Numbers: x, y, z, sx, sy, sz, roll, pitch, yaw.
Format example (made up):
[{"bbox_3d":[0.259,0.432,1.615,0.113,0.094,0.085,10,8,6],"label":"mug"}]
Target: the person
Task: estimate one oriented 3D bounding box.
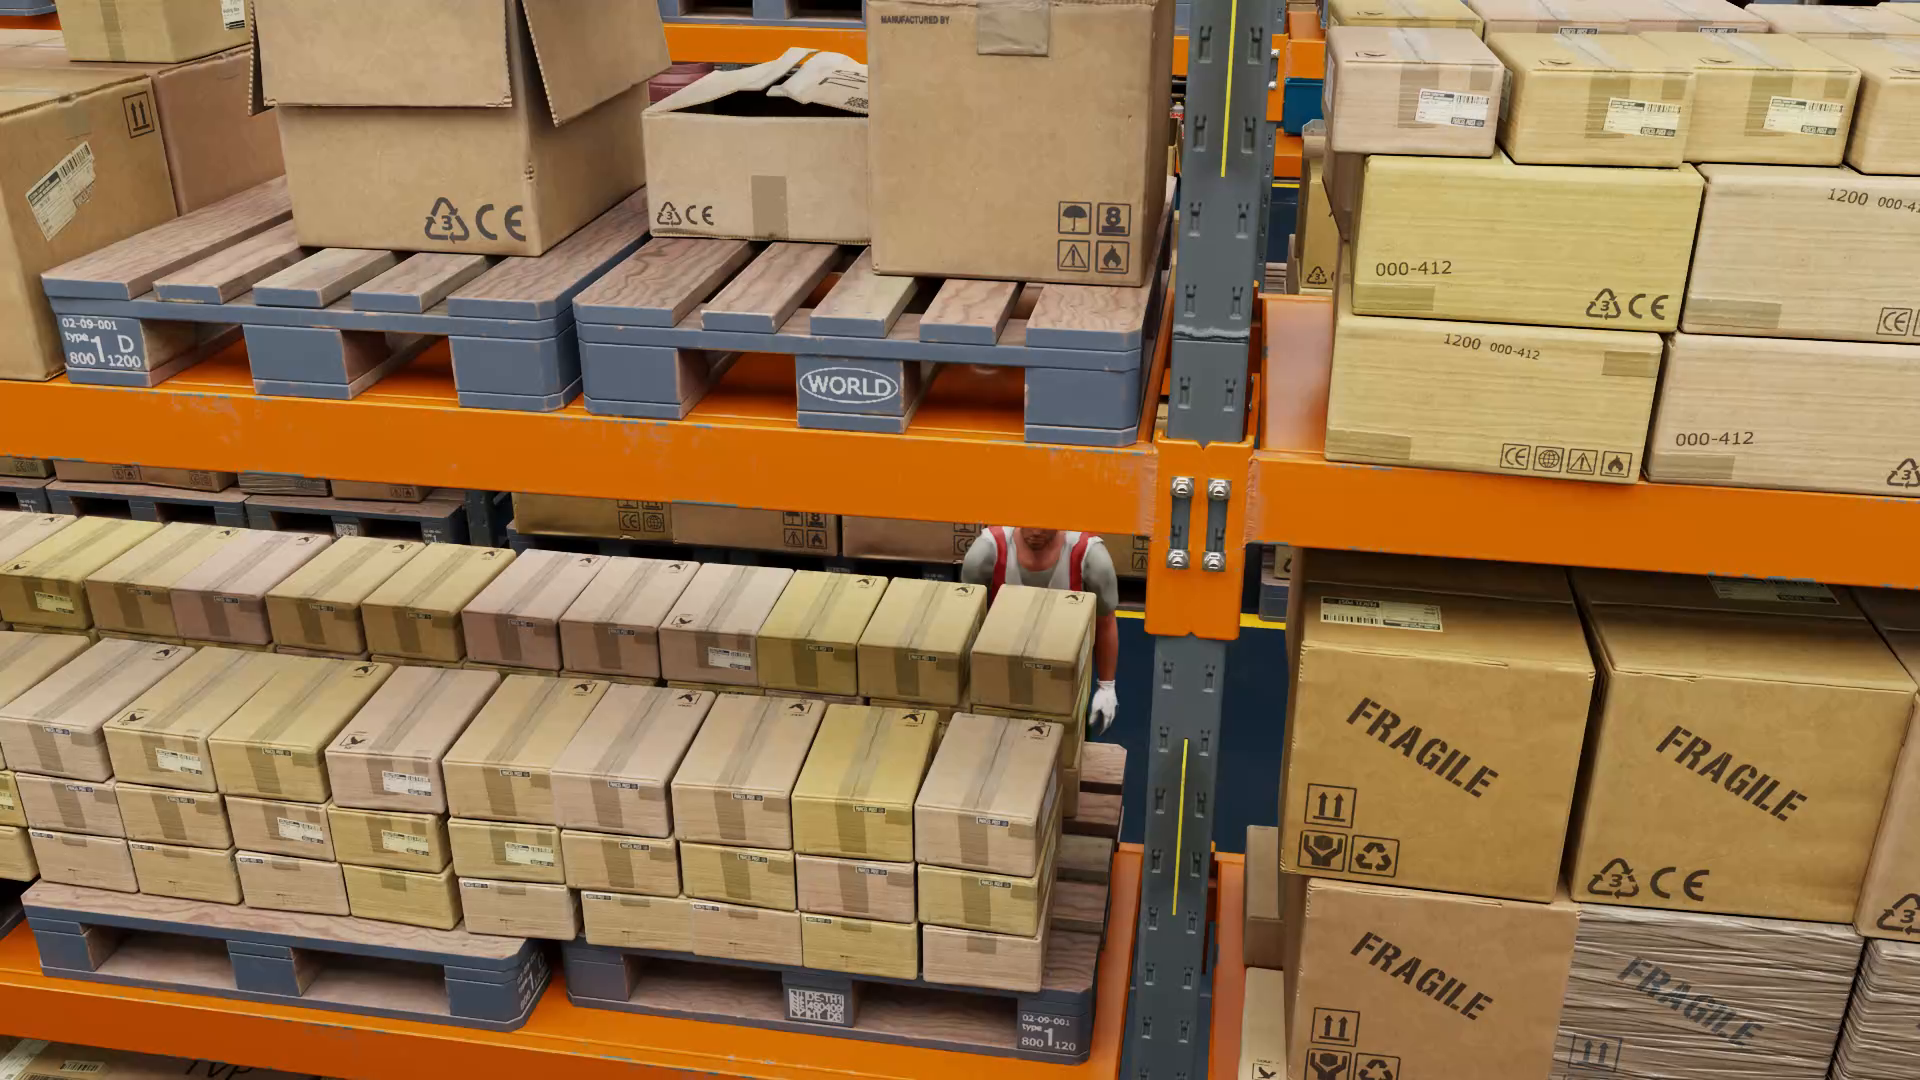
[{"bbox_3d":[0.261,0.529,5.939,0.616,1.778,0.456,4,25,8],"label":"person"}]
